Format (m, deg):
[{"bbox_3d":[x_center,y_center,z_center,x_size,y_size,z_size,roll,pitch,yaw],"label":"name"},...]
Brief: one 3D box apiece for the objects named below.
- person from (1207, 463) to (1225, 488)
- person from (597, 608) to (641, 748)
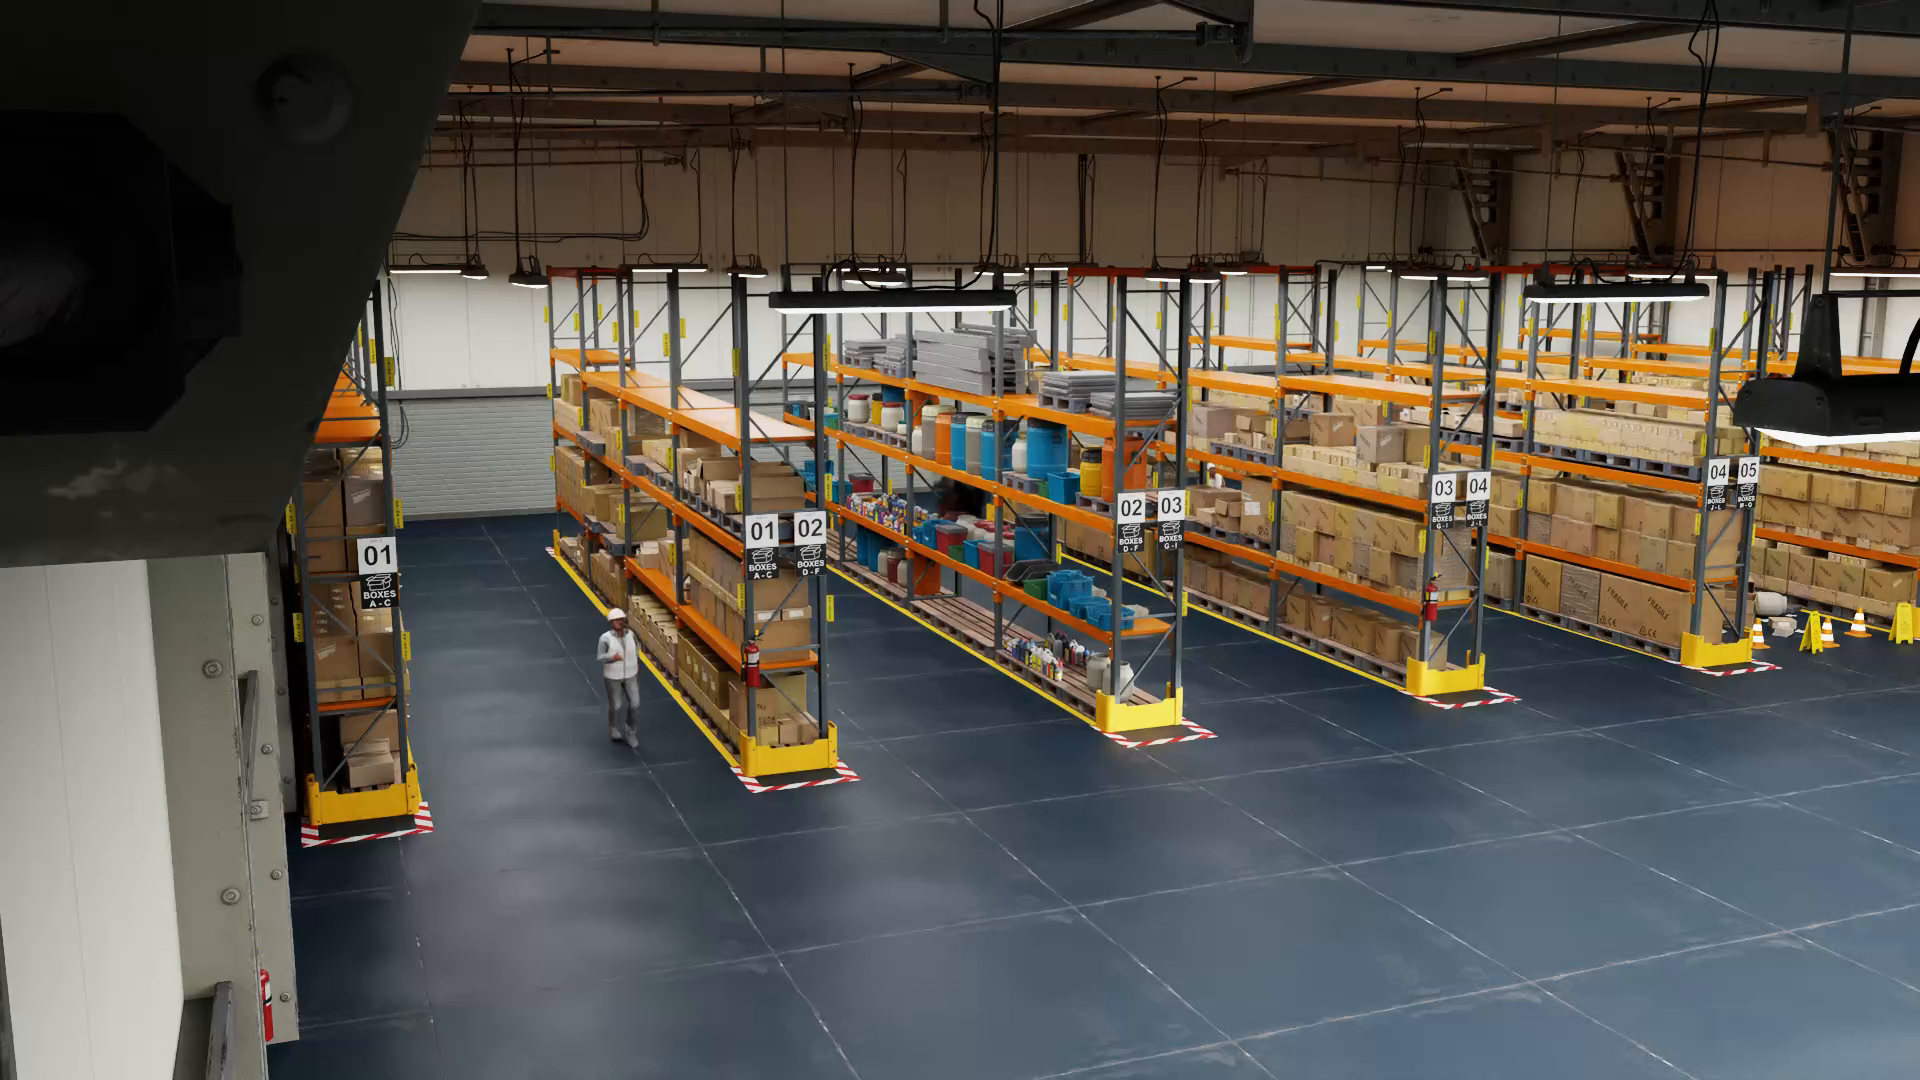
[{"bbox_3d":[5.532,-0.819,36.297,0.709,1.733,0.693,-2,10,-13],"label":"person"},{"bbox_3d":[-4.353,1.778,21.393,0.637,1.817,0.711,-5,11,-28],"label":"person"}]
